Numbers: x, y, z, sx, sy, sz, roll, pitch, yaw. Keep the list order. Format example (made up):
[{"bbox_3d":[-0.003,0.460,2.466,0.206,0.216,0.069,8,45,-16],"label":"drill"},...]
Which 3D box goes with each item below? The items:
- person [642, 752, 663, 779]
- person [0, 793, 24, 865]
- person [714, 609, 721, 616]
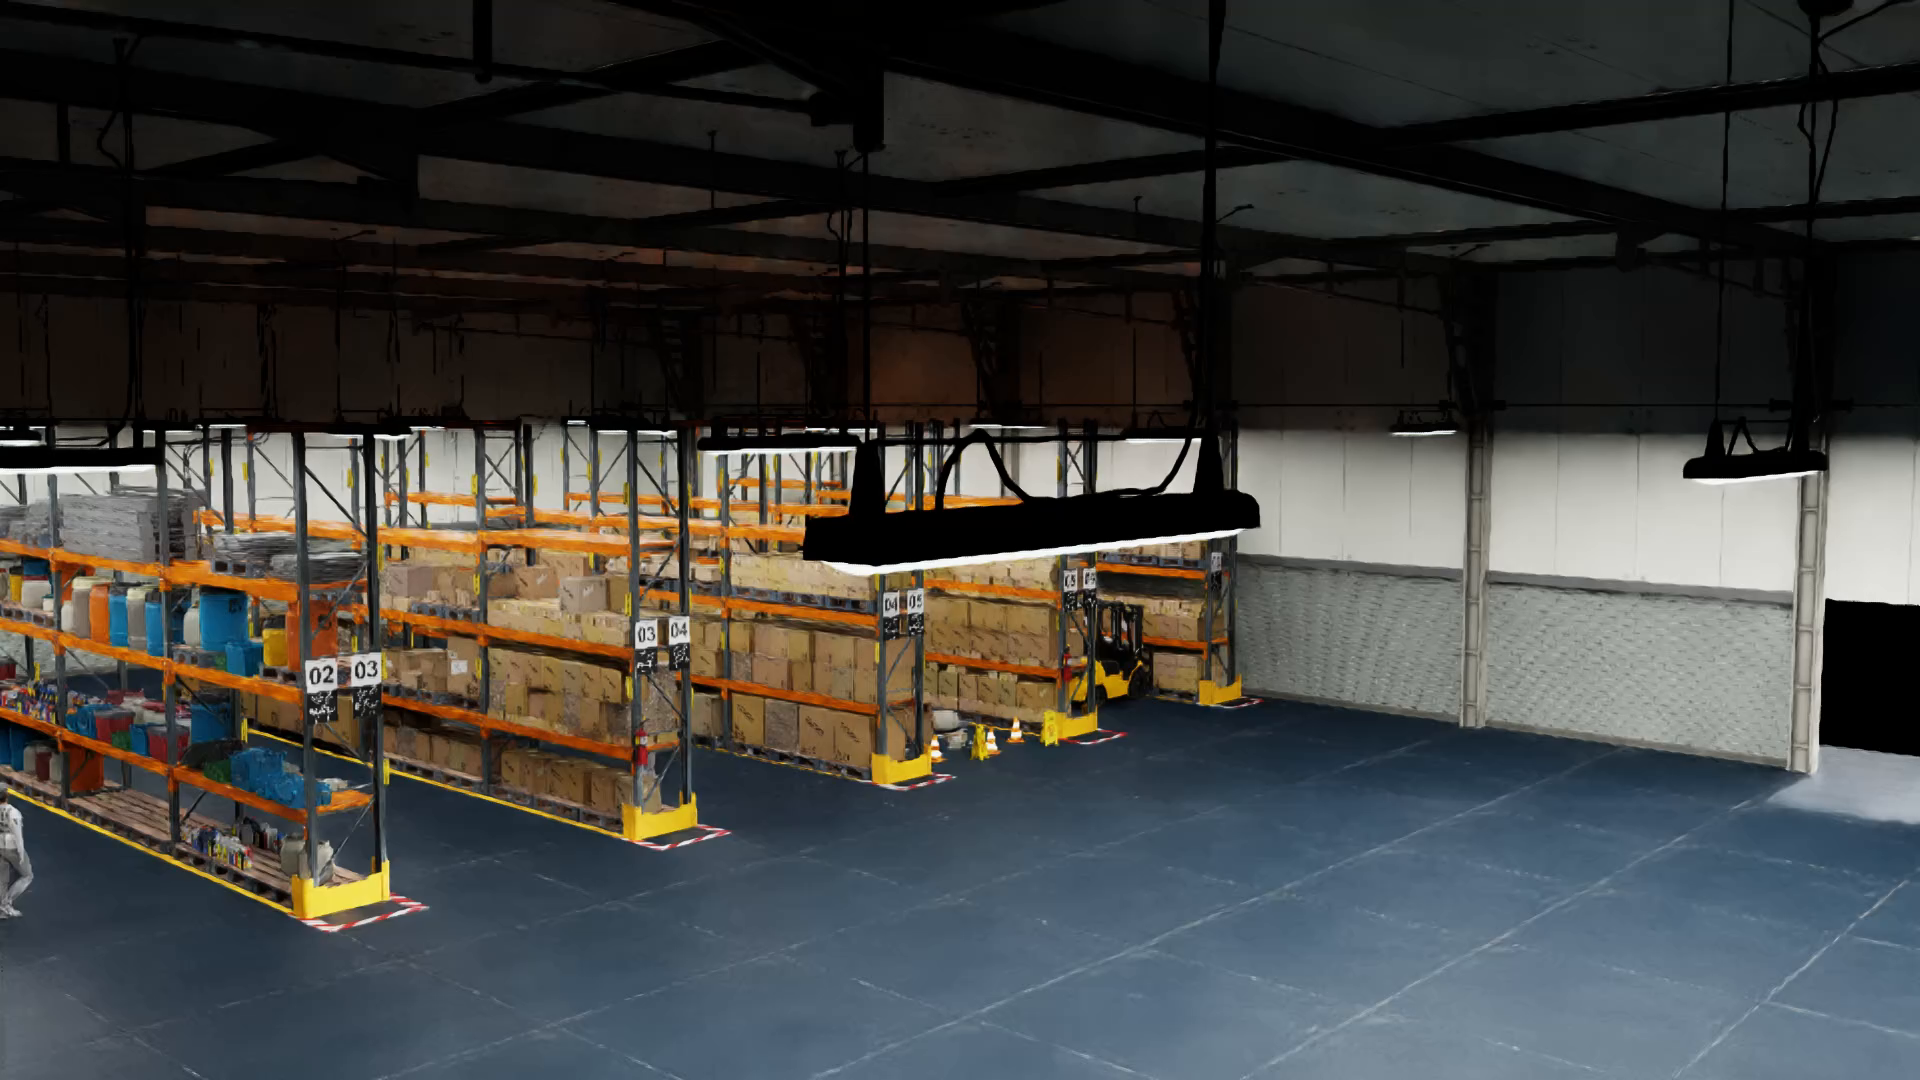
[{"bbox_3d":[-5.275,3.183,28.107,0.553,1.684,0.433,1,5,15],"label":"person"},{"bbox_3d":[-11.709,3.503,20.418,0.518,0.988,0.314,1,5,14],"label":"person"},{"bbox_3d":[-5.339,2.420,36.812,0.581,1.785,0.664,-2,5,-27],"label":"person"}]
